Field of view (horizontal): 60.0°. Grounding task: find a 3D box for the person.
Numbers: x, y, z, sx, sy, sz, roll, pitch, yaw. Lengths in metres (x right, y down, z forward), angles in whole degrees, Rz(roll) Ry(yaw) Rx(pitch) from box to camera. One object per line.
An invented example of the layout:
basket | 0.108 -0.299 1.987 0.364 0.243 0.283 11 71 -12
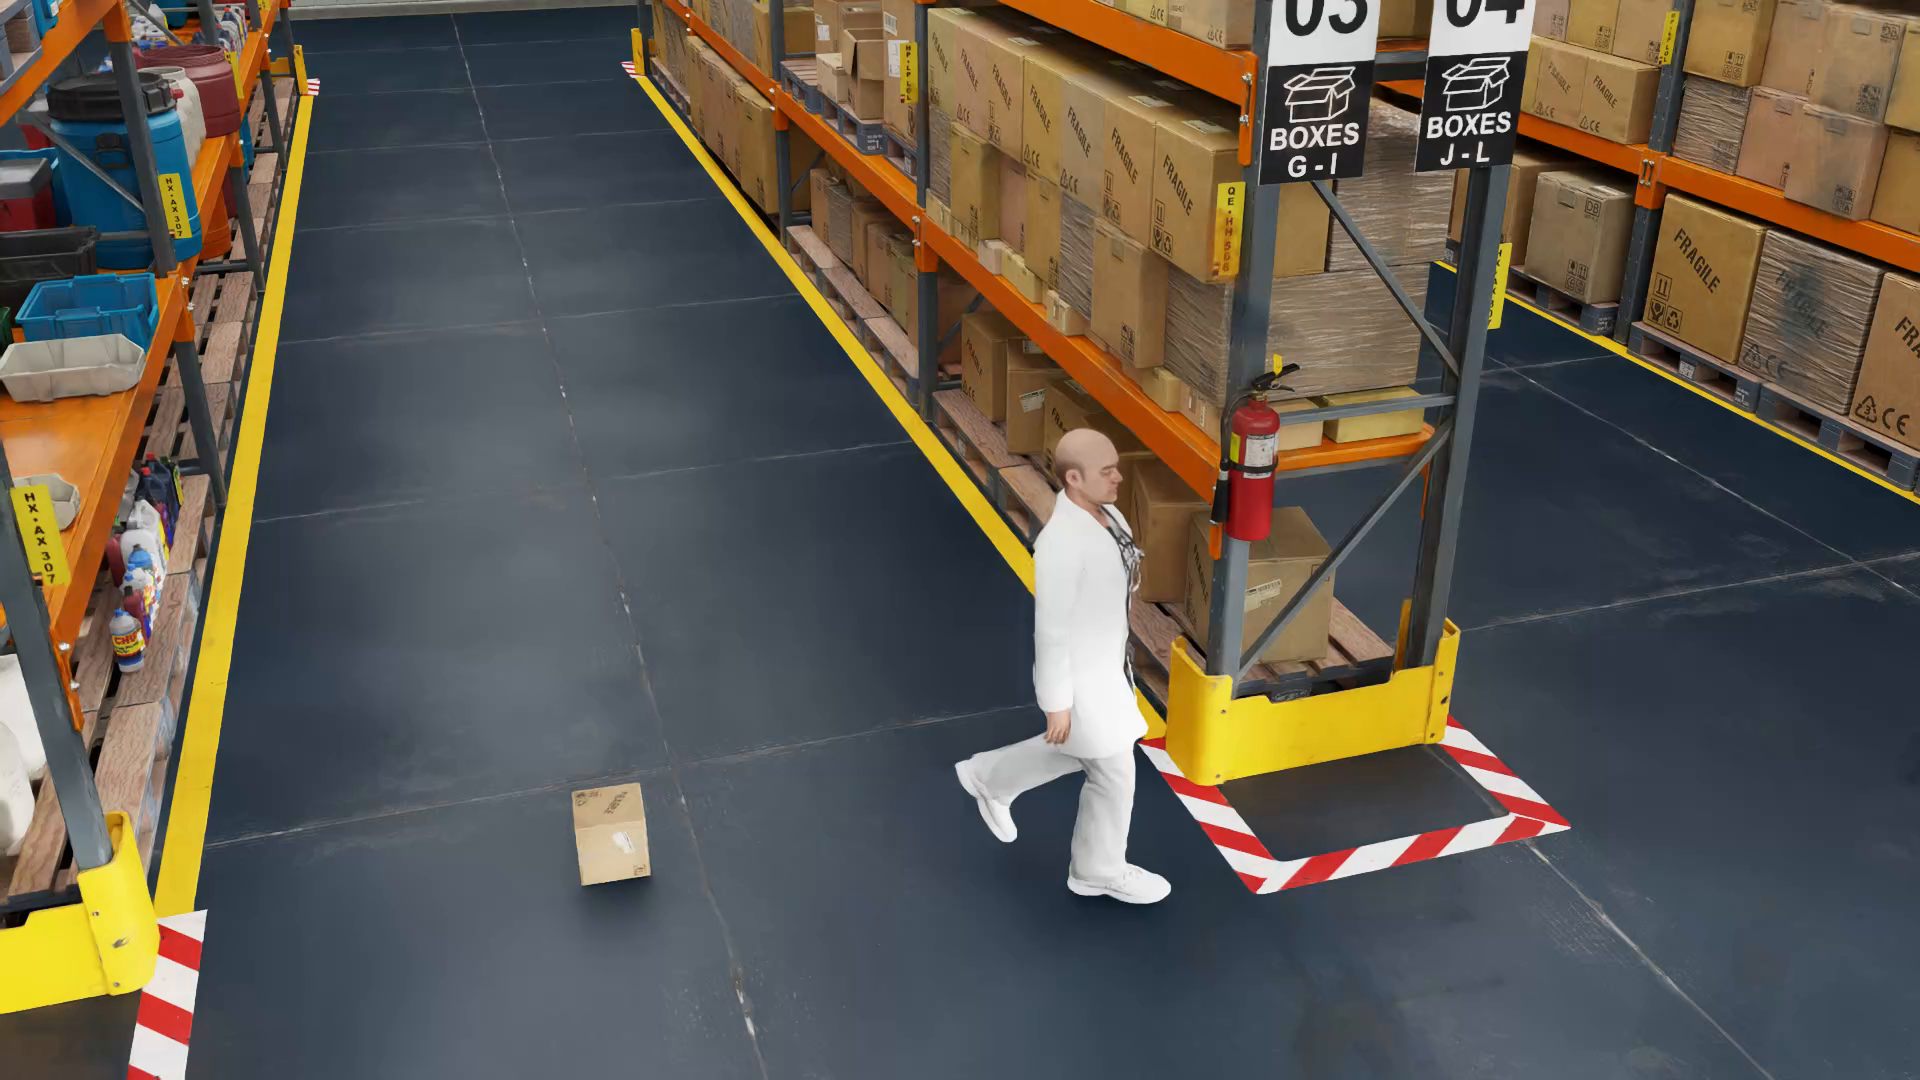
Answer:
person | 0.365 0.431 5.707 0.829 1.757 0.587 6 27 13
